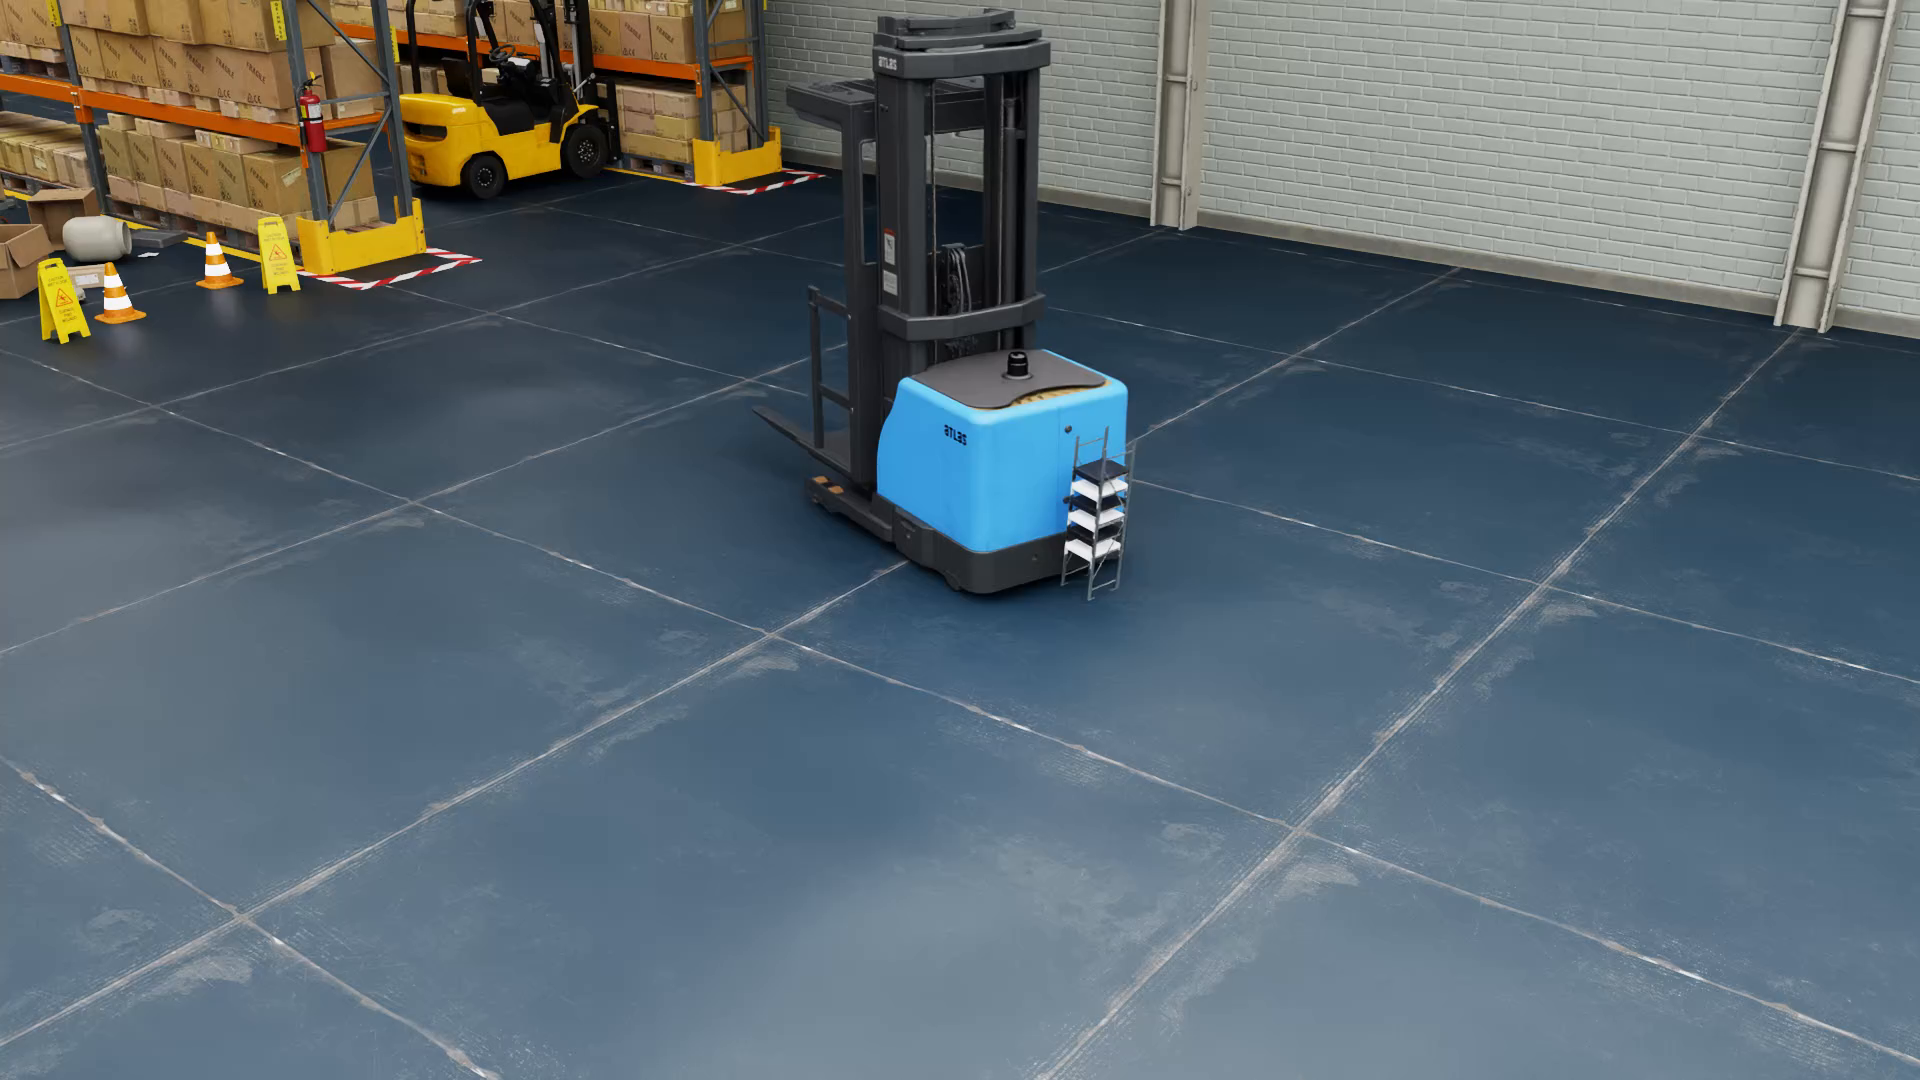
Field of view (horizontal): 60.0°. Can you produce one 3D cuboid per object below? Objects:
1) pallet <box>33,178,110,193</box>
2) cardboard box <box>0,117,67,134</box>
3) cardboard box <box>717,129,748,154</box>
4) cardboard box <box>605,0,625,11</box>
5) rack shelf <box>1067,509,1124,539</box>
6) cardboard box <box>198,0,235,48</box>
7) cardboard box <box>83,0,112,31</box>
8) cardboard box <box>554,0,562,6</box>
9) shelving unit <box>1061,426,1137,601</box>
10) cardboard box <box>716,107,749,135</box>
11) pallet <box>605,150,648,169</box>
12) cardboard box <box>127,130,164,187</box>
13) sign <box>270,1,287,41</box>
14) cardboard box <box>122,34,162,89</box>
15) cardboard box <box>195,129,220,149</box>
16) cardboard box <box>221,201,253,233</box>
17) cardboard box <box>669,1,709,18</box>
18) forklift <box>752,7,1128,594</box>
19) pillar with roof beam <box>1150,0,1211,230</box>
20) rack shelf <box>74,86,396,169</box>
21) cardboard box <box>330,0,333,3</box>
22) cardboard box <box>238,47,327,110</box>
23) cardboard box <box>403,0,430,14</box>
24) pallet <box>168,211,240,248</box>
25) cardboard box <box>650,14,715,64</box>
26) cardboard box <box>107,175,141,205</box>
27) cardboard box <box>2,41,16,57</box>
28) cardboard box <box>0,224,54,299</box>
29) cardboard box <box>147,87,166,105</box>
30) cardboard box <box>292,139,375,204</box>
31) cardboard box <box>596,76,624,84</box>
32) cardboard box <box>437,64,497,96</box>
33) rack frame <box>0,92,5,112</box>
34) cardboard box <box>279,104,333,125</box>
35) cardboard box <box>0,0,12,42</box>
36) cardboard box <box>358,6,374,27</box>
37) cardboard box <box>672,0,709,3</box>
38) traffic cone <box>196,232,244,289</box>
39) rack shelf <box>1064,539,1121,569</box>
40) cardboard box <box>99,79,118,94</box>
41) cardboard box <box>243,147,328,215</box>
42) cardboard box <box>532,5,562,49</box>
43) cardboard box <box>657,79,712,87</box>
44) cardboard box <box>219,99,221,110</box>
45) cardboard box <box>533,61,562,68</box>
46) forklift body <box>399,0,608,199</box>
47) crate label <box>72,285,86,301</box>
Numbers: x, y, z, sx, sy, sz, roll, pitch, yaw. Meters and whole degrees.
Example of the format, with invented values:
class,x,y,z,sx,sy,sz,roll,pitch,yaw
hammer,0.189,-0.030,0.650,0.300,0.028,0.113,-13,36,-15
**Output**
class,x,y,z,sx,sy,sz,roll,pitch,yaw
pallet,-9.384,-3.880,18.295,1.213,0.211,1.003,17,29,33
cardboard box,-10.919,-4.610,19.231,0.625,0.372,0.950,16,28,32
cardboard box,-2.861,-4.720,19.631,0.500,0.250,0.500,17,29,34
cardboard box,-3.857,-6.187,19.144,0.250,0.149,0.380,16,28,32
rack shelf,0.738,-0.109,8.944,0.258,0.077,0.200,-19,36,-37
cardboard box,-6.499,-4.819,15.233,0.500,0.500,0.700,17,29,34
cardboard box,-8.142,-5.301,16.328,0.500,0.500,0.700,17,29,34
cardboard box,-4.682,-6.433,19.701,0.250,0.149,0.380,16,28,32
shelving unit,0.740,-0.139,8.929,0.258,0.900,0.210,-19,36,-37
cardboard box,-2.837,-4.947,19.527,0.500,0.250,0.500,17,29,34
pallet,-4.194,-4.794,20.369,1.213,0.211,1.003,17,29,33
cardboard box,-8.014,-3.890,16.819,0.500,0.500,0.500,18,30,35
sign,-5.908,-4.502,14.419,0.005,0.325,0.100,17,29,33
cardboard box,-7.765,-4.715,16.237,0.500,0.500,0.500,17,29,33
cardboard box,-7.100,-3.878,15.986,0.250,0.149,0.380,18,30,35
cardboard box,-6.777,-3.172,16.118,0.500,0.250,0.500,17,29,33
cardboard box,-3.031,-5.940,18.582,0.250,0.149,0.380,17,29,34
forklift,-0.298,-1.597,9.739,1.130,2.935,3.031,-15,28,-30
pillar with roof beam,-0.382,-5.968,12.135,0.400,9.000,9.100,17,29,33
rack shelf,-7.159,-4.156,16.354,4.000,0.370,1.077,17,29,33
cardboard box,-8.378,-7.391,22.370,0.500,0.250,0.500,18,29,35
cardboard box,-6.159,-4.226,15.127,0.500,0.500,0.500,16,29,32
cardboard box,-6.748,-6.890,21.232,0.500,0.250,0.500,16,28,32
pallet,-7.221,-3.247,16.857,1.213,0.211,1.003,17,29,33
cardboard box,-3.136,-5.684,18.806,0.500,0.500,0.500,16,28,32
cardboard box,-8.450,-3.673,17.255,0.500,0.250,0.500,15,28,31
cardboard box,-9.971,-5.262,17.763,0.250,0.149,0.380,17,29,34
cardboard box,-8.483,-2.467,14.725,0.637,0.503,0.797,-1,24,-3
cardboard box,-7.682,-4.362,16.241,0.250,0.149,0.380,17,29,34
cardboard box,-6.058,-3.568,16.088,0.500,0.500,0.500,16,28,32
cardboard box,-4.363,-5.371,19.870,0.500,0.250,0.500,16,28,32
cardboard box,-6.210,-5.799,21.616,0.625,0.625,0.875,18,30,36
rack frame,-11.961,-5.936,19.502,0.127,3.000,1.000,17,29,33
cardboard box,-5.987,-3.908,15.211,0.250,0.149,0.380,18,29,35
cardboard box,-10.074,-5.627,17.786,0.500,0.500,0.500,18,29,35
cardboard box,-7.548,-6.912,21.903,0.500,0.250,0.500,18,29,35
cardboard box,-2.998,-6.101,18.579,0.250,0.149,0.380,17,29,33
traffic cone,-6.677,-2.528,14.914,0.334,0.463,0.336,17,29,33
rack shelf,0.728,0.050,9.028,0.258,0.077,0.200,-19,36,-37
cardboard box,-8.467,-4.630,16.849,0.250,0.149,0.380,18,29,35
cardboard box,-6.356,-3.388,15.679,0.500,0.500,0.500,17,29,34
cardboard box,-4.755,-6.183,19.938,0.500,0.500,0.500,16,29,33
cardboard box,-3.258,-5.292,19.690,0.500,0.250,0.500,17,29,33
cardboard box,-6.793,-4.162,15.787,0.250,0.149,0.380,17,29,34
cardboard box,-5.276,-5.906,21.083,0.500,0.250,0.500,17,29,34
forklift body,-5.197,-5.085,18.624,1.214,2.155,2.313,17,29,33
crate label,-7.737,-2.109,14.367,0.298,0.136,0.250,3,24,6
